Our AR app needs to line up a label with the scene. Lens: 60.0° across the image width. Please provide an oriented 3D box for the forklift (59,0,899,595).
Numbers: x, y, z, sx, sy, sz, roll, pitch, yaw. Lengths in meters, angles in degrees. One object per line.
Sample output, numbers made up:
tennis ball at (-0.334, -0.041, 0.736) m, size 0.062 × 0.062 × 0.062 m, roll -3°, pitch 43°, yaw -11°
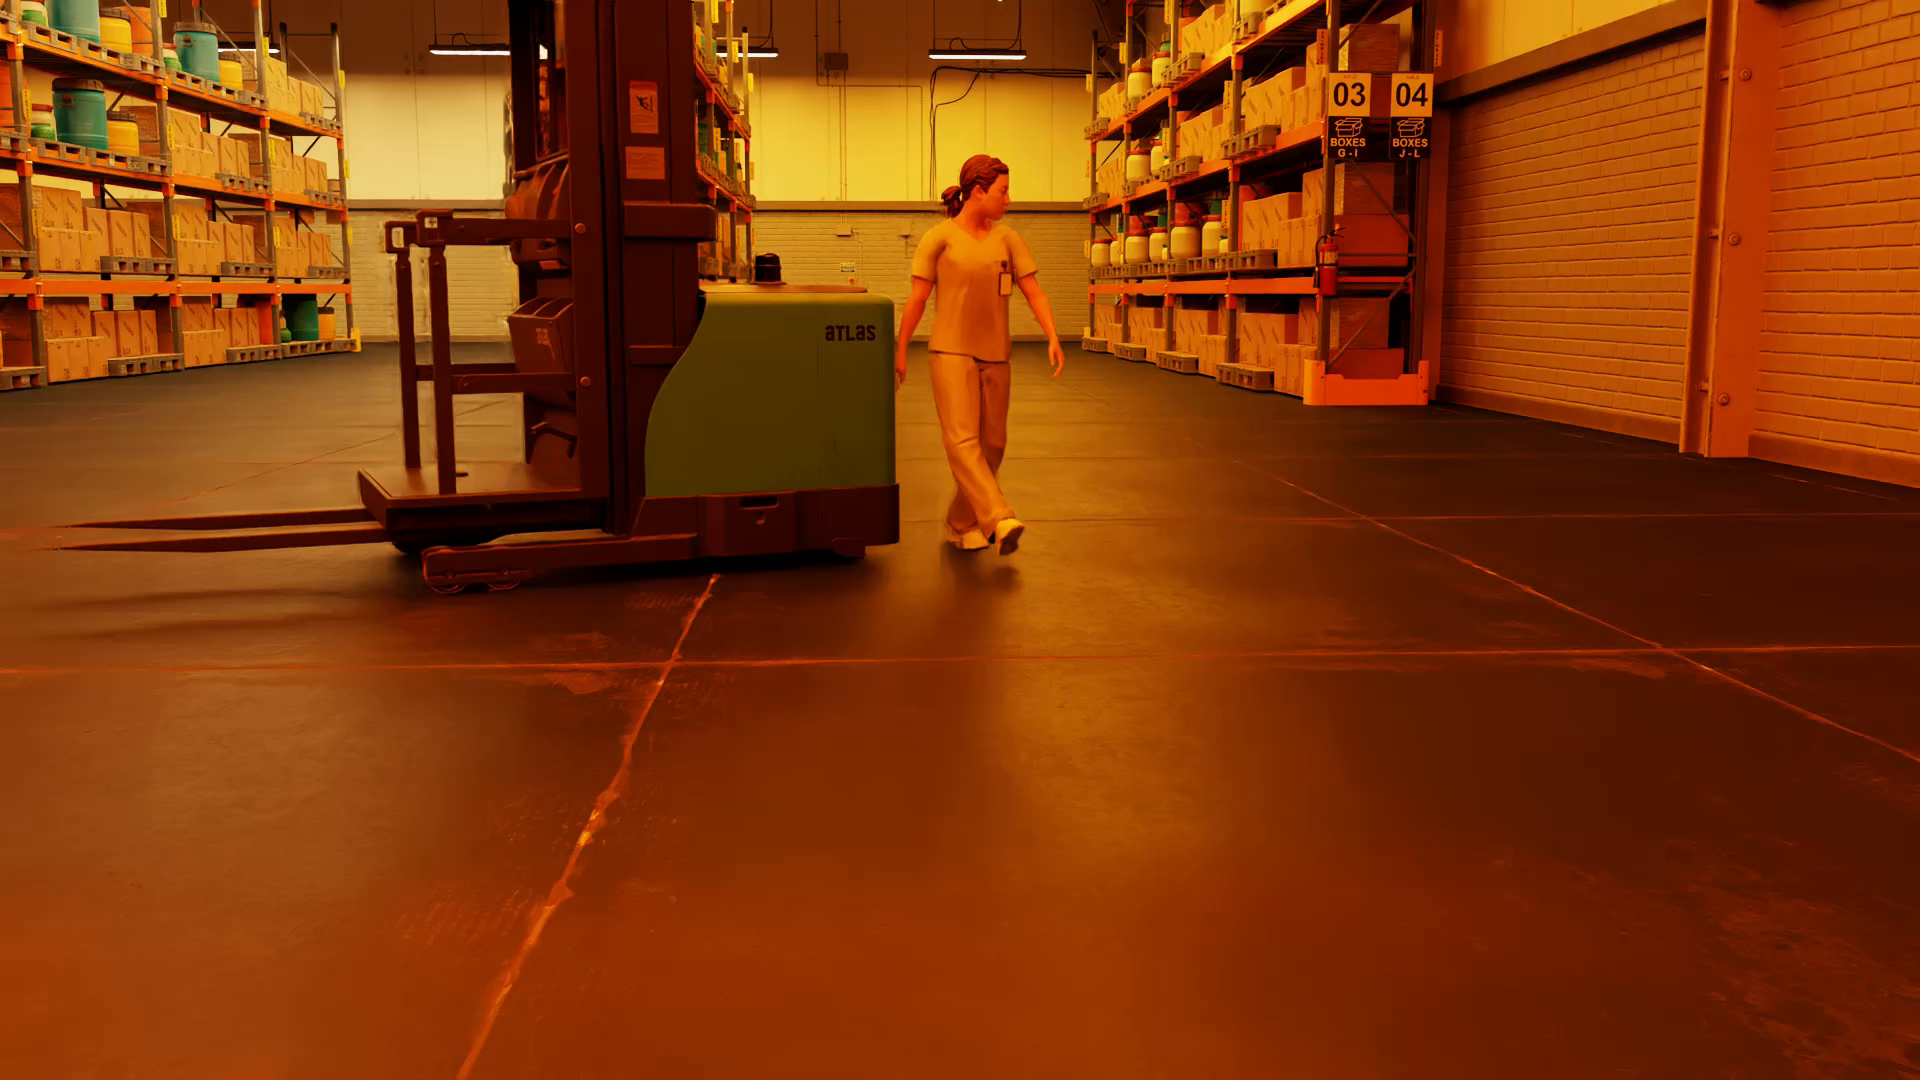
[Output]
forklift at (-1.808, -1.341, 6.362) m, size 3.031 × 2.935 × 1.130 m, roll -4°, pitch 9°, yaw -25°

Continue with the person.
person at (0.080, -0.732, 6.705) m, size 0.620 × 1.629 × 0.910 m, roll -4°, pitch 9°, yaw -24°
